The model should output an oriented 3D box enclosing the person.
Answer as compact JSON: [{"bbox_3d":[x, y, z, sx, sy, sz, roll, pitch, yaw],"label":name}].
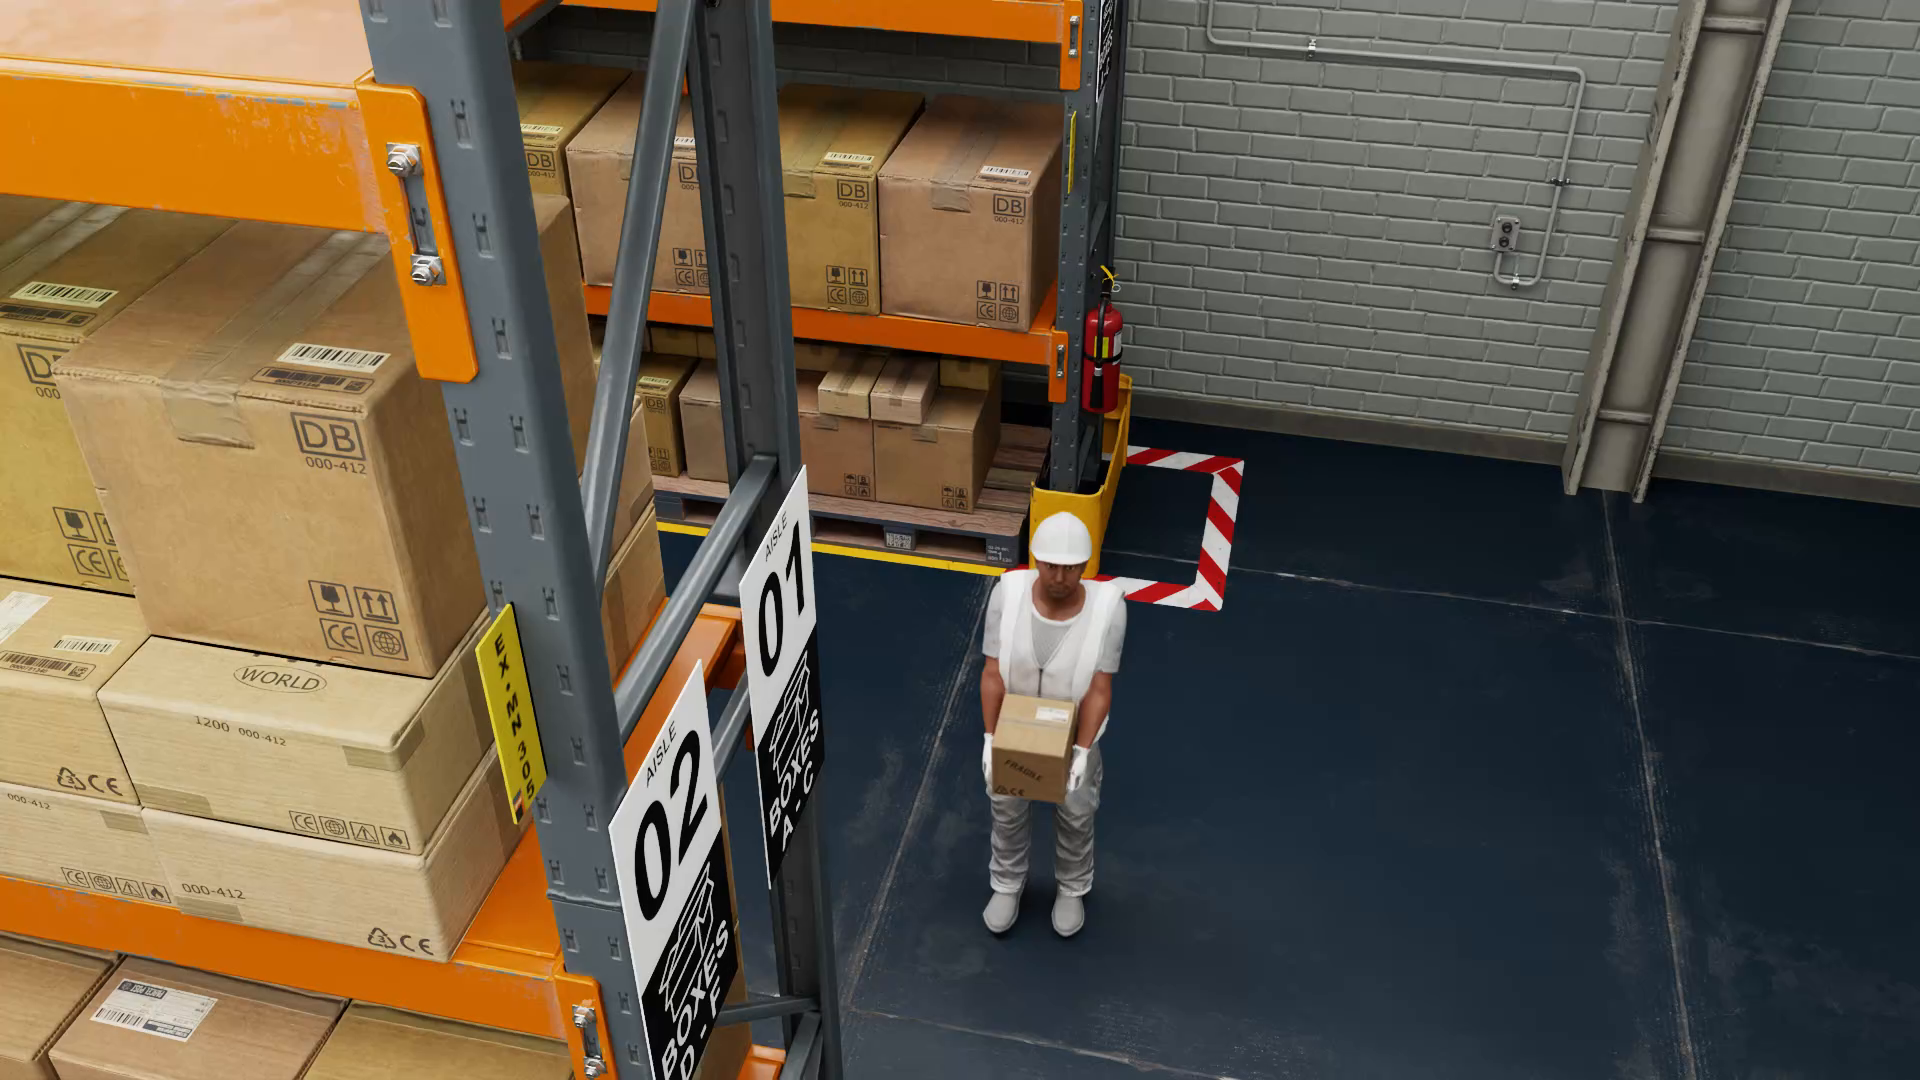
[{"bbox_3d":[0.304,0.735,5.949,0.493,1.782,0.573,7,37,10],"label":"person"}]
